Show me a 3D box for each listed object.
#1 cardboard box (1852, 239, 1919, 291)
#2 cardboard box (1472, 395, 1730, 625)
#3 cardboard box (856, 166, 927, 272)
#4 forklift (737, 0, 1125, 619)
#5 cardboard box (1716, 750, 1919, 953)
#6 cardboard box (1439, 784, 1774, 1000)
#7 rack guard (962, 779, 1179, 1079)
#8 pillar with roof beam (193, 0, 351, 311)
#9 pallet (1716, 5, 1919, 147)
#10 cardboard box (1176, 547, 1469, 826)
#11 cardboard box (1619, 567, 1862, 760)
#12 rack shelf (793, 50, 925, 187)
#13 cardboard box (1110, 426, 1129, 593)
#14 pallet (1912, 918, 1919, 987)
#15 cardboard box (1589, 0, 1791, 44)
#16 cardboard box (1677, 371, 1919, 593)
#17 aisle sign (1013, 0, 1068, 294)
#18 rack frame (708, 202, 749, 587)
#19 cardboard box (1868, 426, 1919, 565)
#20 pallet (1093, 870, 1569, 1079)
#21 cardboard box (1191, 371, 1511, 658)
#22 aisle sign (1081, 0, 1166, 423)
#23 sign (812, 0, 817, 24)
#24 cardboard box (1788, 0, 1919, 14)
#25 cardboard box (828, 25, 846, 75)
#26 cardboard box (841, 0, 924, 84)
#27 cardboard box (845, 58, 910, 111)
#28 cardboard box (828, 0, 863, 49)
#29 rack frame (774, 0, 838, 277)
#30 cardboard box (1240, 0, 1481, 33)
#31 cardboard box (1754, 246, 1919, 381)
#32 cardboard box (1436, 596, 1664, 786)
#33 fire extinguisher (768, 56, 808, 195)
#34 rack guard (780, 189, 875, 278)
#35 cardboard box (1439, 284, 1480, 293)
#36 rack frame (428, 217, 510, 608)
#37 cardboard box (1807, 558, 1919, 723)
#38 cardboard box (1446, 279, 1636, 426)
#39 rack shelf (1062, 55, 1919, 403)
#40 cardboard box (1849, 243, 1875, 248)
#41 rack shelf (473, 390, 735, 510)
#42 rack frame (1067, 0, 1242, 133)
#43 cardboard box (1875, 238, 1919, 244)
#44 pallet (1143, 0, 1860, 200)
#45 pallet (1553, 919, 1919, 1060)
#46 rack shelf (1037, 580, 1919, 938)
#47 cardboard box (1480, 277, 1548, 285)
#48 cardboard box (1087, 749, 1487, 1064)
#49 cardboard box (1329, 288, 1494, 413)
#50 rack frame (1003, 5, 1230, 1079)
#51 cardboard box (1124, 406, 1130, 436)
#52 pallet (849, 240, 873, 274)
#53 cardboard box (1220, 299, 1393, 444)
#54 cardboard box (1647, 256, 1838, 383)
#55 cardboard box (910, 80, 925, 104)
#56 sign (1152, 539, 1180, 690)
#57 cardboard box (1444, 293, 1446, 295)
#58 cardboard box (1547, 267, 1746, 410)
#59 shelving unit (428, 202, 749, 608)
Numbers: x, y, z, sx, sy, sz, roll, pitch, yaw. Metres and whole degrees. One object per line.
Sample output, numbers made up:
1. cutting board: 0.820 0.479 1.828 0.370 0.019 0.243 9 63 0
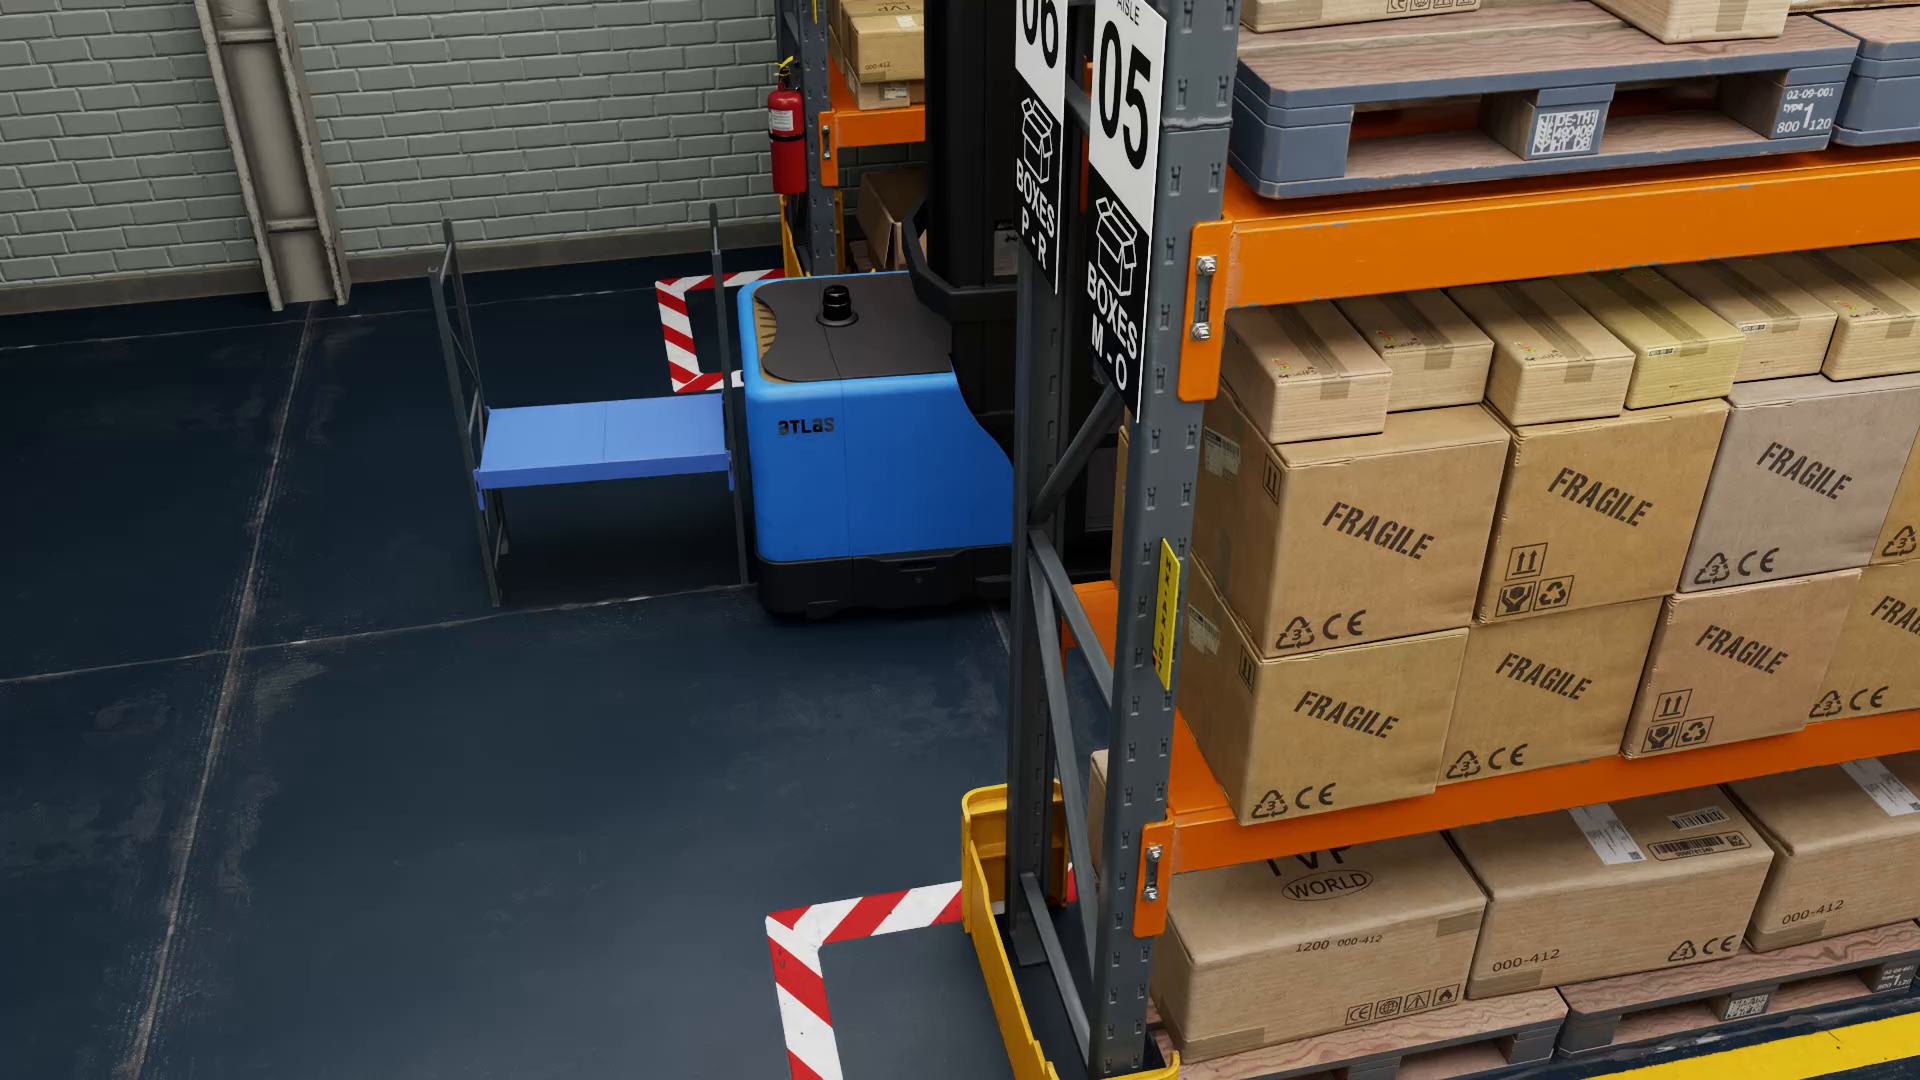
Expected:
1. cardboard box: 2.242 -0.539 3.792 0.250 0.149 0.380 -8 35 -12
2. cardboard box: 1.346 -0.180 3.840 0.500 0.500 0.500 -8 35 -12
3. cardboard box: -0.168 -1.611 8.822 0.637 0.503 0.797 -9 35 -12
4. forklift: 0.619 -1.269 6.510 3.031 2.935 1.130 -5 34 -7
5. cardboard box: 2.705 0.775 5.326 0.875 0.438 0.875 -8 35 -12
6. cardboard box: 1.825 0.885 5.162 0.875 0.438 0.875 -6 34 -9
7. rack guard: 0.289 1.289 4.881 0.348 0.500 1.175 -7 35 -11
8. pillar with roof beam: -2.665 -2.759 3.286 0.400 9.000 9.100 -7 35 -11
9. pallet: 2.227 -1.210 3.748 1.213 0.211 1.003 -7 35 -11
10. cardboard box: 0.844 0.303 4.016 0.500 0.500 0.500 -7 35 -11
11. cardboard box: 1.832 0.173 4.210 0.500 0.500 0.500 -7 35 -11
12. rack shelf: 1.165 -2.397 8.775 4.000 0.370 1.077 -7 35 -11
13. cardboard box: 0.725 0.003 4.464 0.500 0.500 0.500 -7 34 -10
14. pallet: 3.455 0.965 5.623 1.213 0.211 1.003 -7 35 -11
15. cardboard box: 1.425 -1.118 3.291 0.250 0.149 0.380 -6 34 -9
16. cardboard box: 1.847 -0.248 3.940 0.500 0.500 0.500 -7 35 -11
17. aisle sign: 0.174 -0.991 3.702 0.004 0.787 0.394 -7 35 -11
18. rack frame: -0.936 -0.567 6.749 0.032 1.500 0.500 -5 34 -7
19. cardboard box: 2.333 -0.310 4.032 0.500 0.500 0.500 -7 35 -10
20. pallet: 1.076 1.265 5.176 1.213 0.211 1.003 -7 35 -11
21. cardboard box: 0.844 -0.113 3.739 0.500 0.500 0.500 -8 35 -12
22. aisle sign: 0.307 -0.665 3.216 0.004 0.787 0.394 -7 35 -11
23. sign: -0.666 -2.514 7.527 0.005 0.325 0.100 -7 35 -11
24. cardboard box: 1.784 -1.333 3.467 0.500 0.311 0.500 -7 34 -10
25. cardboard box: -0.522 -2.532 8.556 0.250 0.149 0.380 -8 35 -11
26. cardboard box: -0.284 -2.420 8.032 0.500 0.250 0.500 -7 34 -10
27. cardboard box: -0.405 -2.236 8.116 0.250 0.149 0.380 -7 35 -11
28. cardboard box: -0.396 -2.711 8.466 0.500 0.250 0.500 -6 34 -9
29. rack frame: -0.786 -2.449 8.208 0.127 3.000 1.000 -7 35 -11
30. cardboard box: 0.732 -1.255 3.405 0.500 0.250 0.500 -10 35 -15
31. cardboard box: 1.989 -0.523 3.768 0.250 0.149 0.380 -7 34 -10
32. cardboard box: 1.332 0.226 4.131 0.500 0.500 0.500 -8 35 -11
33. fire extinguisher: -0.827 -1.993 7.932 0.183 0.674 0.296 -7 35 -11
34. rack guard: -0.712 -1.421 8.919 0.348 0.500 1.175 -7 35 -11
35. cardboard box: 1.094 -0.753 4.111 0.250 0.149 0.380 -8 35 -11
36. rack frame: -1.942 -0.483 6.624 0.032 1.500 0.500 -5 34 -7
37. cardboard box: 2.317 0.103 4.315 0.500 0.500 0.500 -6 34 -9
38. cardboard box: 1.239 -0.412 3.603 0.250 0.149 0.380 -6 34 -9
39. rack shelf: 2.264 -0.945 3.920 4.000 0.370 1.077 -7 35 -11
40. cardboard box: 2.111 -0.840 4.240 0.250 0.149 0.380 -6 34 -9
41. rack shelf: -1.439 -0.376 6.787 1.000 0.185 0.538 -5 34 -7
42. rack frame: 0.313 -2.243 2.517 0.127 3.000 1.000 -7 35 -11
43. cardboard box: 2.360 -0.895 4.323 0.250 0.149 0.380 -7 35 -10
44. pallet: 1.034 -1.058 3.522 1.213 0.211 1.003 -7 35 -11
45. pallet: 2.263 1.117 5.396 1.213 0.211 1.003 -7 35 -11
46. rack shelf: 2.264 0.301 4.756 4.000 0.370 1.077 -7 35 -11
47. cardboard box: 1.349 -0.761 4.124 0.250 0.149 0.380 -6 34 -9
48. cardboard box: 0.935 1.002 4.987 0.875 0.438 0.875 -8 35 -12
49. cardboard box: 0.960 -0.442 3.648 0.250 0.149 0.380 -6 34 -9
50. rack frame: 0.313 0.248 4.189 0.127 3.000 1.000 -7 35 -11
51. cardboard box: 0.731 -0.397 4.163 0.500 0.500 0.500 -6 34 -9
52. pallet: 0.066 -1.399 9.146 1.213 0.211 1.003 -7 35 -11
53. cardboard box: 0.720 -0.371 3.542 0.250 0.149 0.380 -6 34 -10
54. cardboard box: 1.736 -0.515 3.756 0.250 0.149 0.380 -7 34 -10
55. cardboard box: -0.167 -2.293 8.200 0.250 0.149 0.380 -6 34 -9
56. sign: 0.430 0.158 3.475 0.005 0.325 0.100 -7 35 -11
57. cardboard box: 1.234 -0.478 4.283 0.500 0.500 0.500 -7 35 -10
58. cardboard box: 1.492 -0.454 3.665 0.250 0.149 0.380 -8 35 -12
59. shelving unit: -1.439 -0.525 6.686 1.048 1.500 0.538 -5 34 -7
